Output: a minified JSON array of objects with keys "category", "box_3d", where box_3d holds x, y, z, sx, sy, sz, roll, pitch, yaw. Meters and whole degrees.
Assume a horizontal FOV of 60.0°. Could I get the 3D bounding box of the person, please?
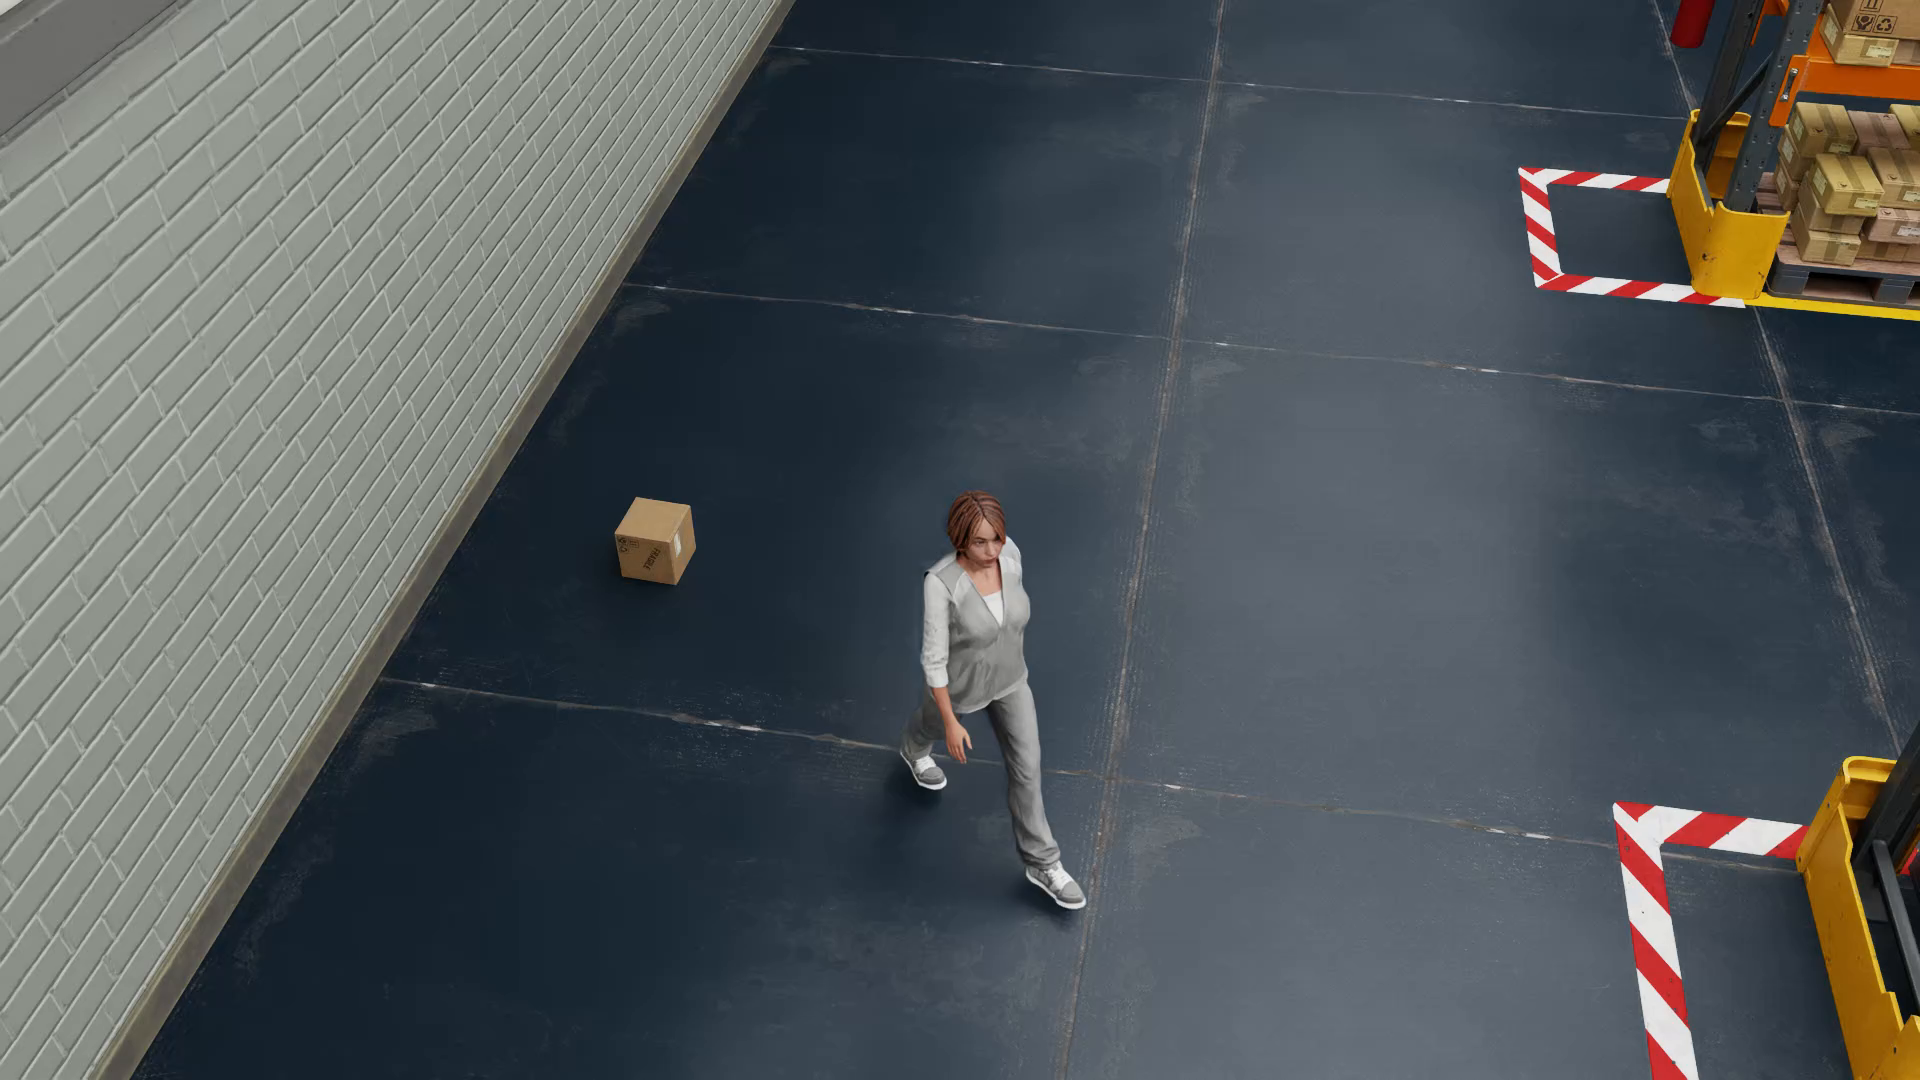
[{"category":"person","box_3d":[0.074,0.261,5.398,0.446,0.933,0.419,-18,44,-20]}]
